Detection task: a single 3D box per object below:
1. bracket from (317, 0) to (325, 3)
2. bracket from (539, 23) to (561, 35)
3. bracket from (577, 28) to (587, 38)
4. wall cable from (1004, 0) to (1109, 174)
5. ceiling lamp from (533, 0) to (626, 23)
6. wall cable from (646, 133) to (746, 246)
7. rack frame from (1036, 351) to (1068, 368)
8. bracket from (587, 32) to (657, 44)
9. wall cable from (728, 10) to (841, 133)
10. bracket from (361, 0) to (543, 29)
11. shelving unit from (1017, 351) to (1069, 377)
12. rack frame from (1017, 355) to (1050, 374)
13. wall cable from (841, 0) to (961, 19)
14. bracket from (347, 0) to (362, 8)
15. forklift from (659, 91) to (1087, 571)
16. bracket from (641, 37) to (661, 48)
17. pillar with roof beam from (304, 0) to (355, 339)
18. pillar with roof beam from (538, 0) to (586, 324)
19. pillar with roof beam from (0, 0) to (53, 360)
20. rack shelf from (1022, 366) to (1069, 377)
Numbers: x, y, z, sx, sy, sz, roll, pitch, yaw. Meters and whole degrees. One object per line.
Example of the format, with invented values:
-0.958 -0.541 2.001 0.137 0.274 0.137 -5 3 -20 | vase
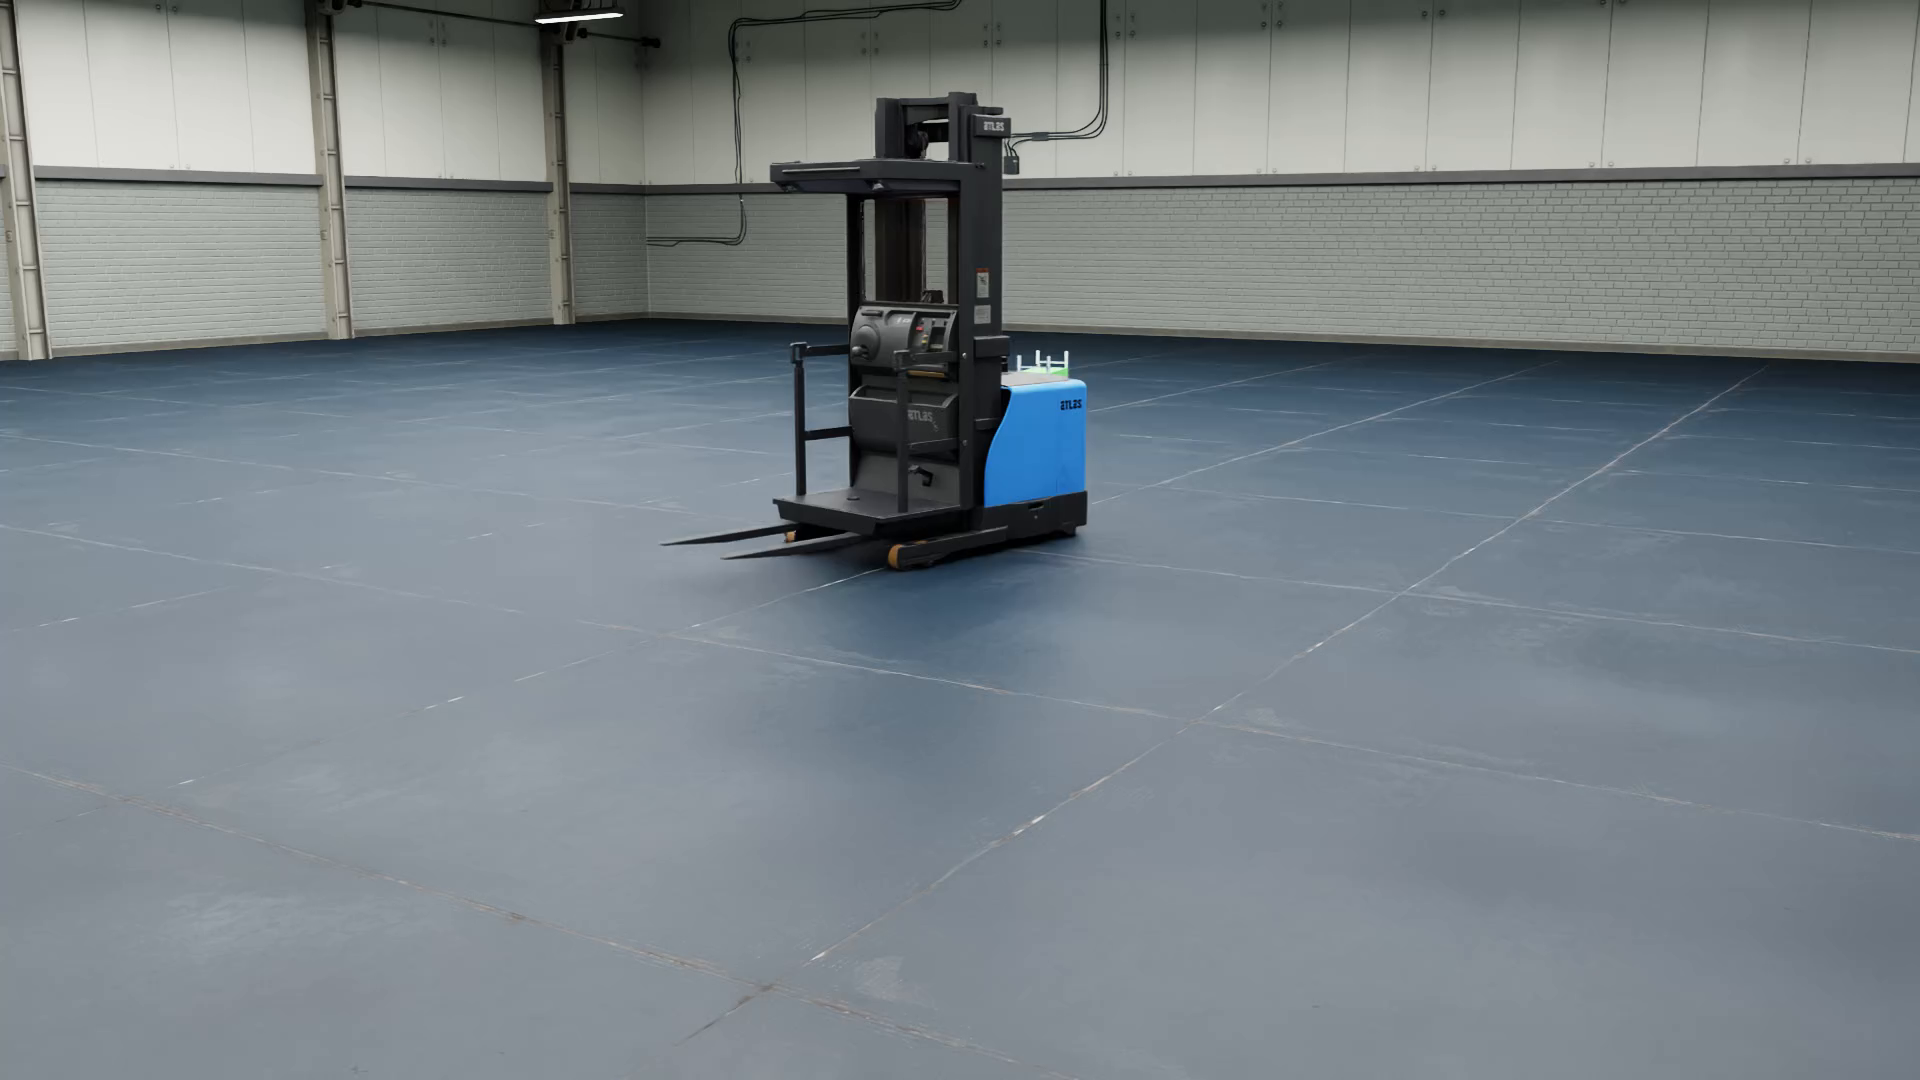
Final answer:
-11.890 -9.990 30.496 0.235 0.232 0.430 6 12 31 | bracket
-8.775 -10.934 35.536 0.235 0.232 0.430 6 12 31 | bracket
-8.344 -11.064 36.234 0.235 0.232 0.430 6 12 31 | bracket
1.902 -10.363 33.027 2.305 6.003 0.169 6 12 31 | wall cable
-6.810 -11.072 30.190 2.000 3.185 0.800 6 12 31 | ceiling lamp
-6.203 -8.075 38.483 3.097 2.526 0.112 6 12 31 | wall cable
0.684 -0.812 12.446 0.240 1.200 0.015 4 11 18 | rack frame
-7.420 -11.344 37.728 0.076 0.066 3.189 6 12 31 | bracket
-3.891 -10.299 36.638 3.097 2.526 0.112 6 12 31 | wall cable
-10.113 -10.529 33.372 0.076 0.066 4.783 6 12 31 | bracket
0.606 -0.770 12.218 0.258 1.200 0.503 4 11 18 | shelving unit
0.528 -0.727 11.991 0.240 1.200 0.015 4 11 18 | rack frame
-1.246 -12.239 34.640 3.097 2.526 0.112 6 12 31 | wall cable
-11.459 -10.121 31.193 0.235 0.232 0.430 6 12 31 | bracket
-0.516 -1.355 10.640 3.031 2.935 1.130 -10 15 -44 | forklift
-7.114 -11.437 38.225 0.235 0.232 0.430 6 12 31 | bracket
-8.299 -7.909 29.160 9.100 9.000 0.548 6 12 31 | pillar with roof beam
-5.184 -8.853 34.201 9.100 9.000 0.548 6 12 31 | pillar with roof beam
-11.414 -6.965 24.120 9.100 9.000 0.400 6 12 31 | pillar with roof beam
0.606 -1.179 12.142 0.258 0.148 0.480 4 11 18 | rack shelf
